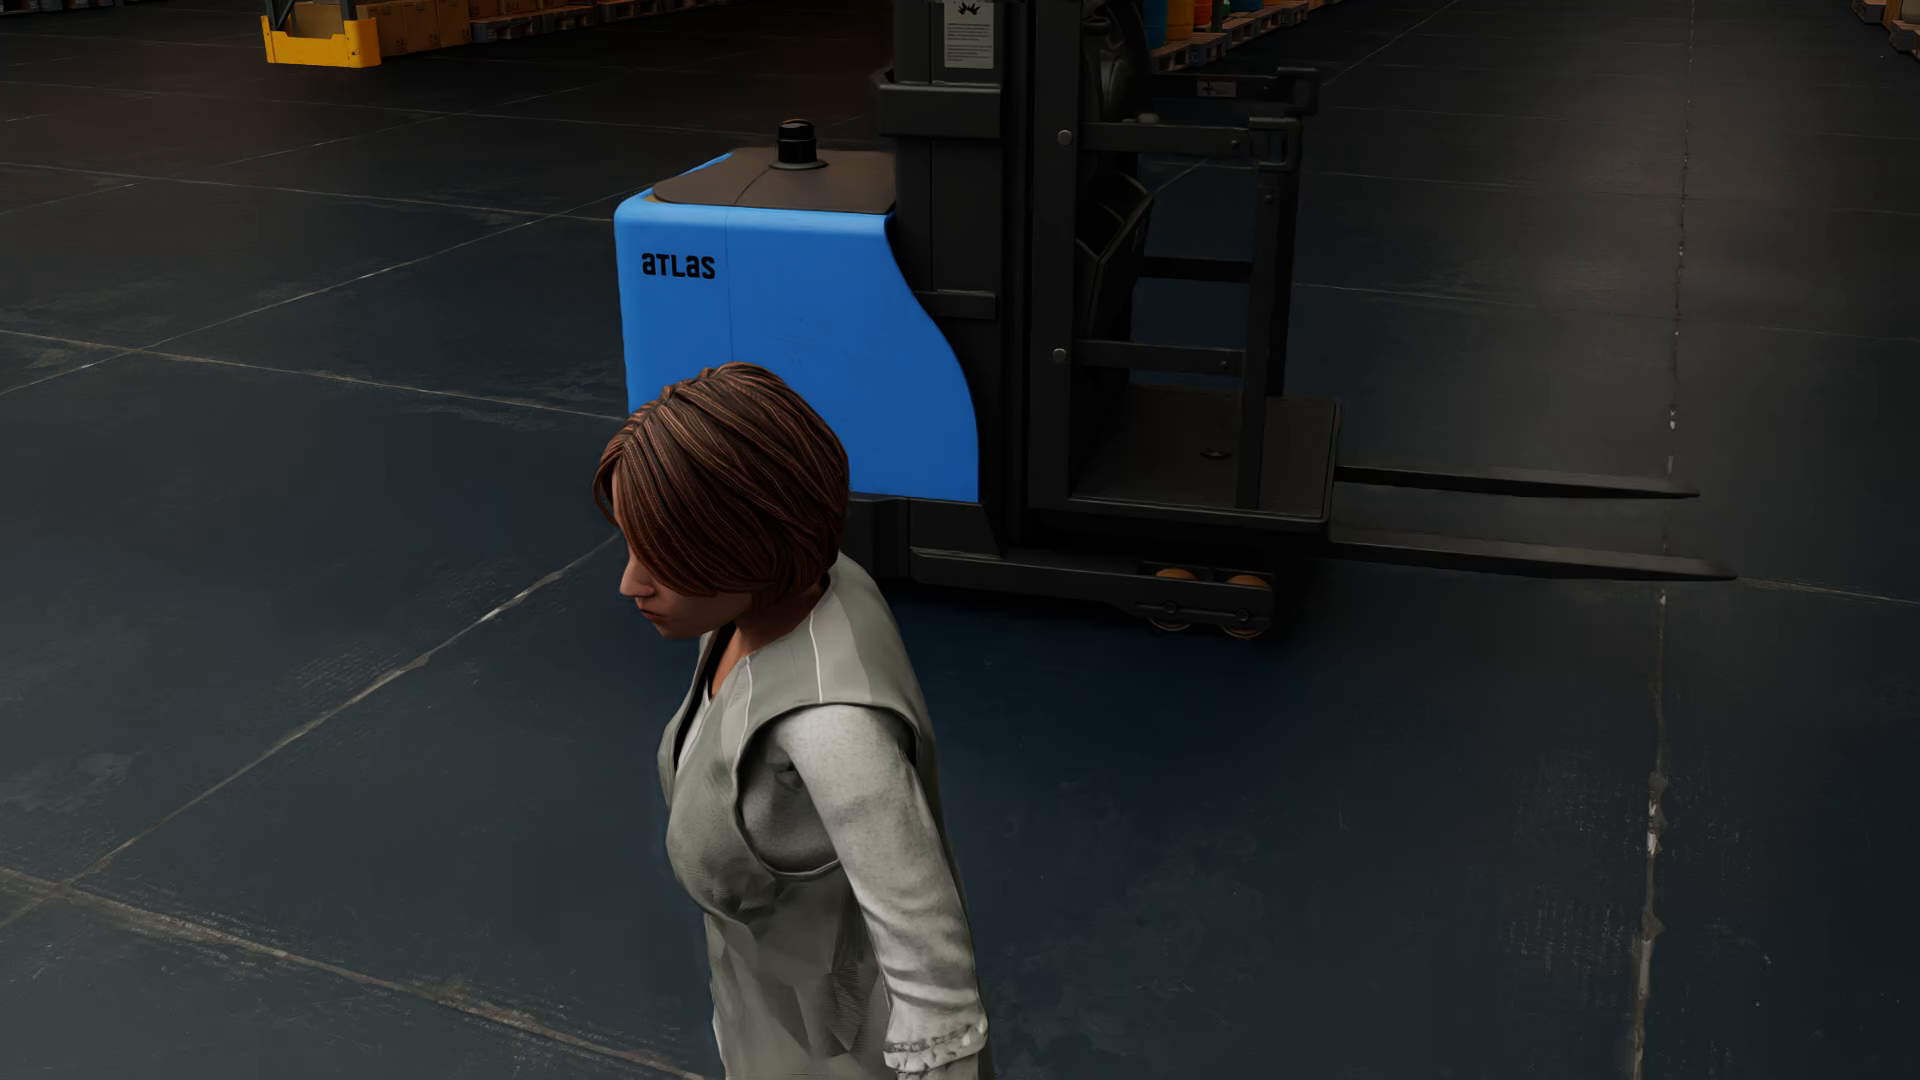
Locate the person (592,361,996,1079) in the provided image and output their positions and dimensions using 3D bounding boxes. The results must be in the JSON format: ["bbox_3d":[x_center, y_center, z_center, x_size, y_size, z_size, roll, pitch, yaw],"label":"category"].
[{"bbox_3d":[-0.125,0.572,1.717,0.385,1.564,0.726,-6,24,-15],"label":"person"}]

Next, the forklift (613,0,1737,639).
[{"bbox_3d":[0.612,-1.314,4.437,3.031,2.935,1.130,5,23,13],"label":"forklift"}]
